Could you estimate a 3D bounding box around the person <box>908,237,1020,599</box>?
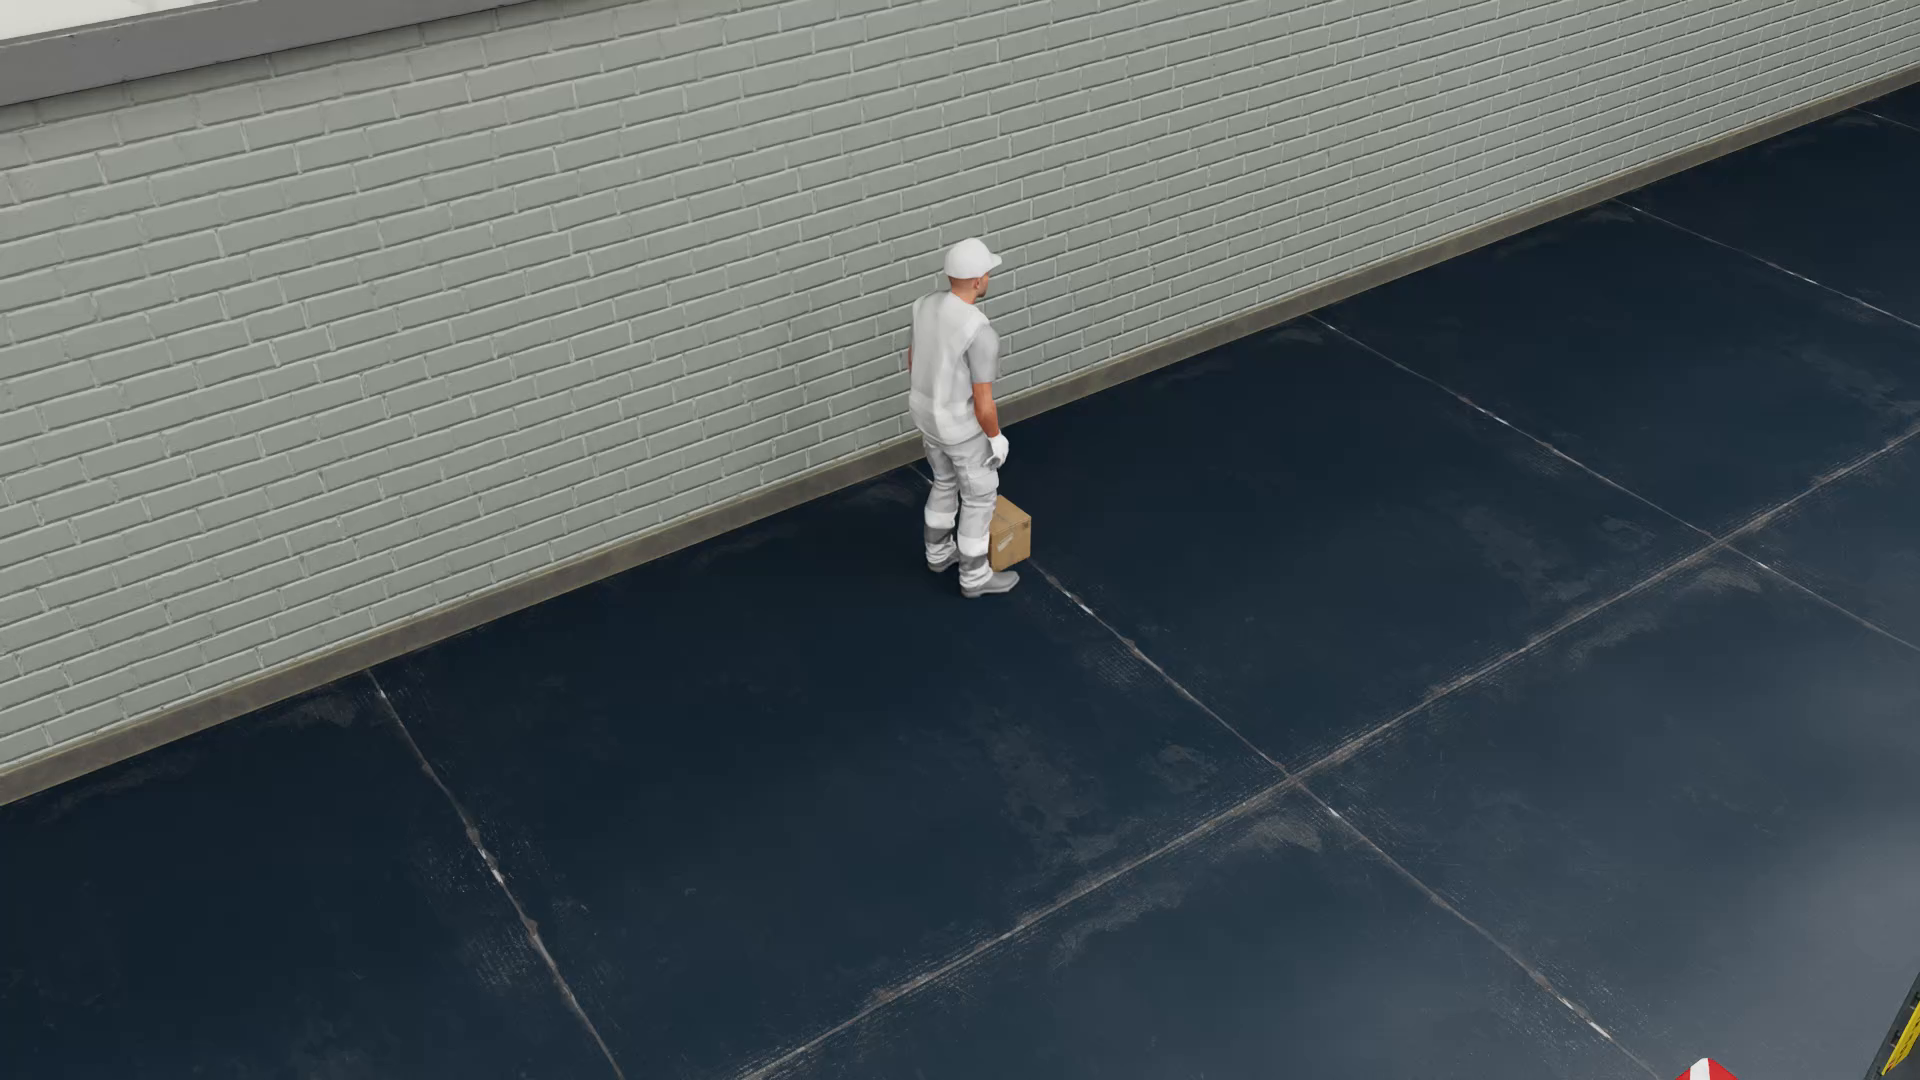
[{"bbox_3d":[0.006,-0.559,7.761,0.454,1.777,0.606,-24,43,-30],"label":"person"}]
